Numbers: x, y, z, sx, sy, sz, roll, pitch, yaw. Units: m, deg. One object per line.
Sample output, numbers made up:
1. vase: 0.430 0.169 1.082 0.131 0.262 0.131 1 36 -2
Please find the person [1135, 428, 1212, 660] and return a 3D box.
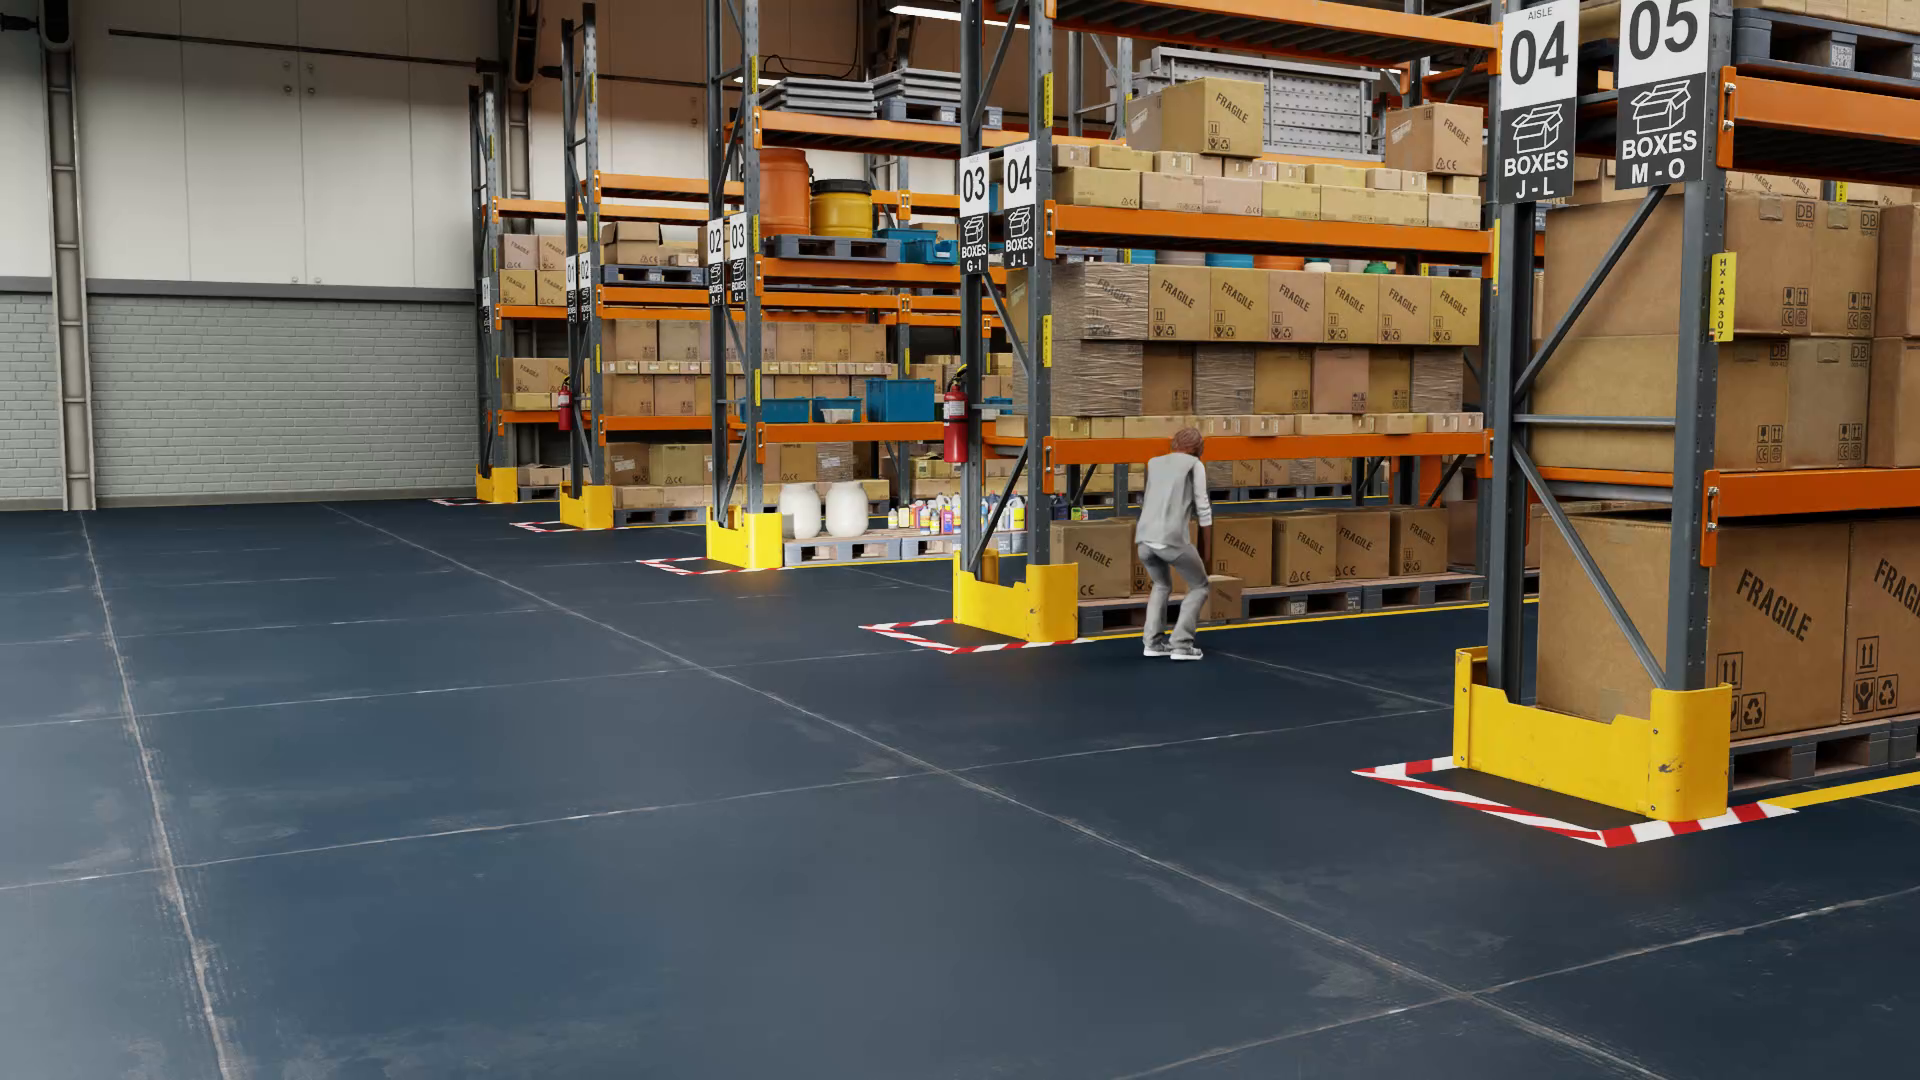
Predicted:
1. person: 1.285 0.022 10.110 0.459 1.401 0.581 5 7 42
